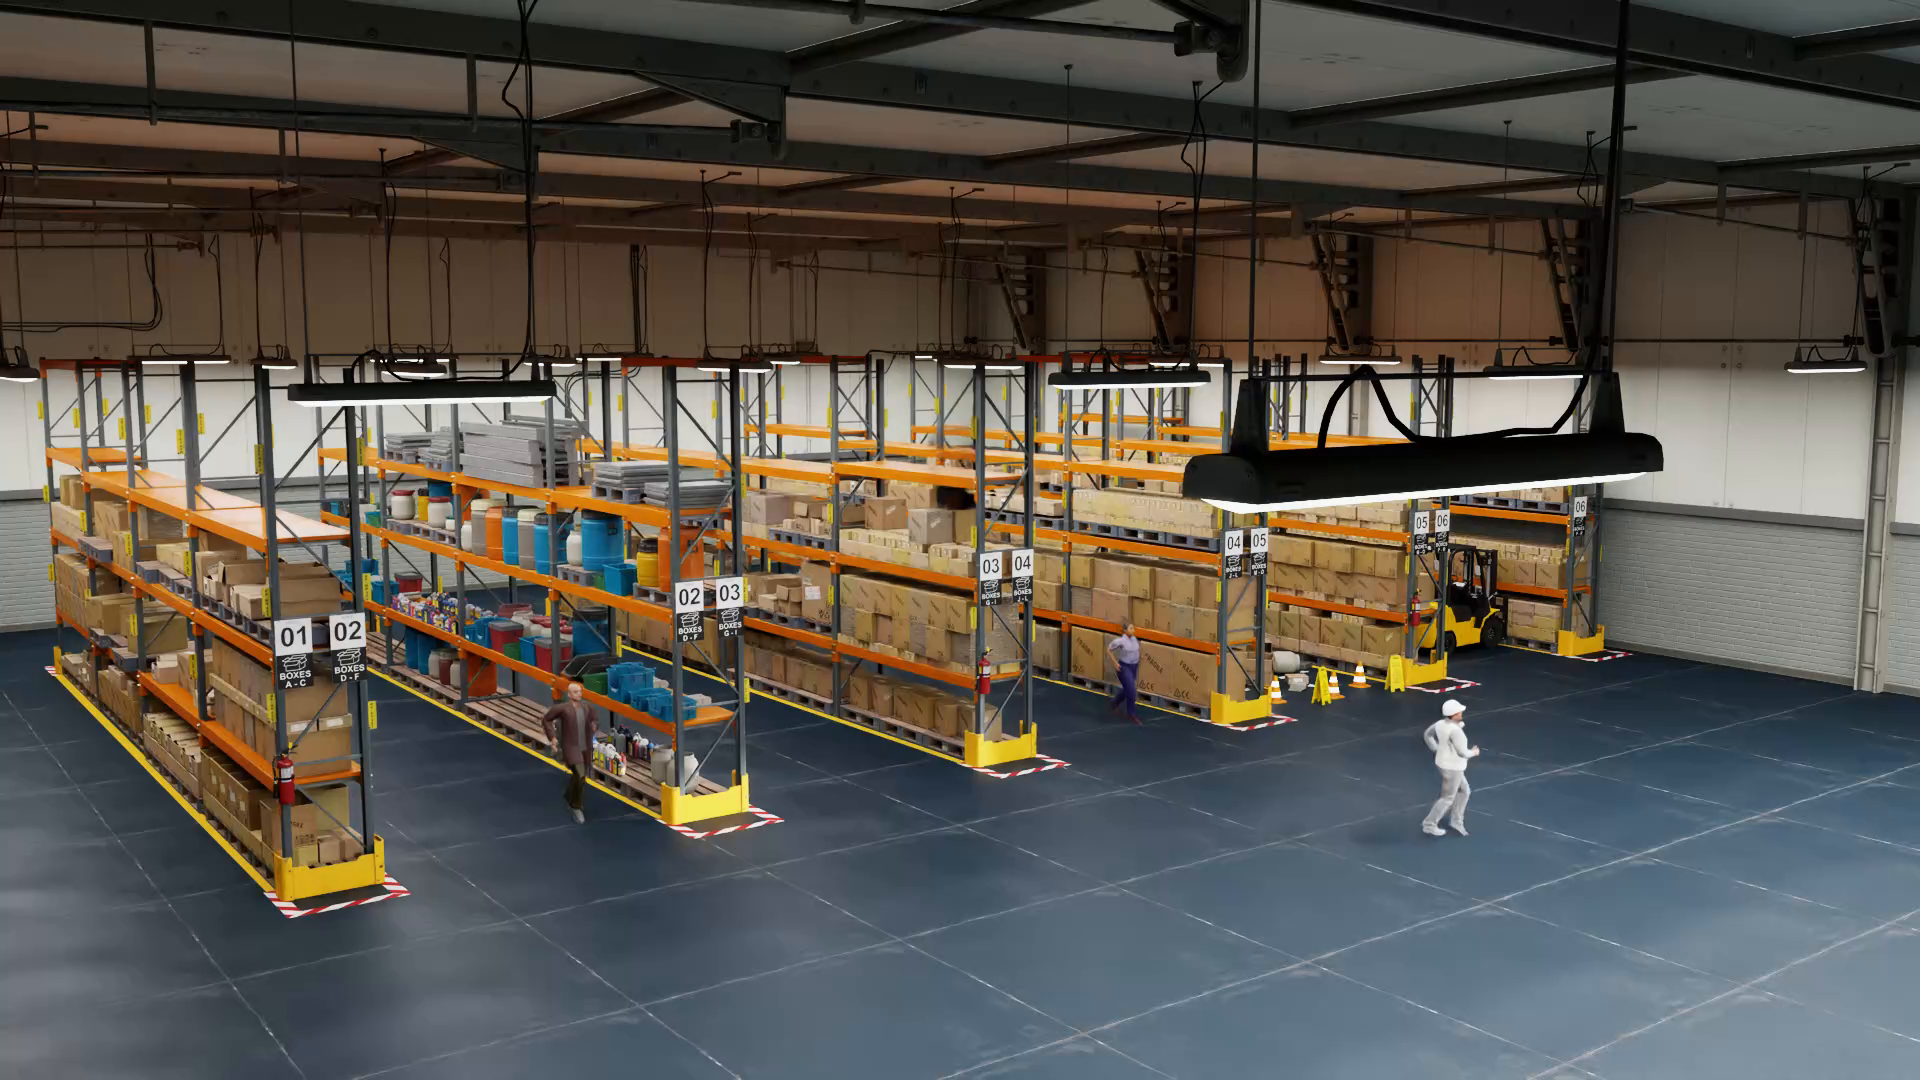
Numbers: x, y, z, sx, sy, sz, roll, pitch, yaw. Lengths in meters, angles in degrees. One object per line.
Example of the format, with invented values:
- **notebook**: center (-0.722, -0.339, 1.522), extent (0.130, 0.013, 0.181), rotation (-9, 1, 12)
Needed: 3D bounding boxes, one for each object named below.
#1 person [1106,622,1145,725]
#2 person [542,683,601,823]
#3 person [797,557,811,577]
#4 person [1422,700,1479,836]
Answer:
- **person**: center (2.777, 2.192, 27.723), extent (0.802, 1.681, 0.604), rotation (6, 9, 43)
- **person**: center (-5.097, 2.811, 22.081), extent (0.829, 1.846, 0.675), rotation (6, 9, 42)
- **person**: center (-3.227, 1.207, 35.813), extent (0.666, 1.687, 0.528), rotation (-4, 8, -33)
- **person**: center (6.246, 2.928, 21.192), extent (0.730, 1.822, 0.658), rotation (-1, 7, -5)
